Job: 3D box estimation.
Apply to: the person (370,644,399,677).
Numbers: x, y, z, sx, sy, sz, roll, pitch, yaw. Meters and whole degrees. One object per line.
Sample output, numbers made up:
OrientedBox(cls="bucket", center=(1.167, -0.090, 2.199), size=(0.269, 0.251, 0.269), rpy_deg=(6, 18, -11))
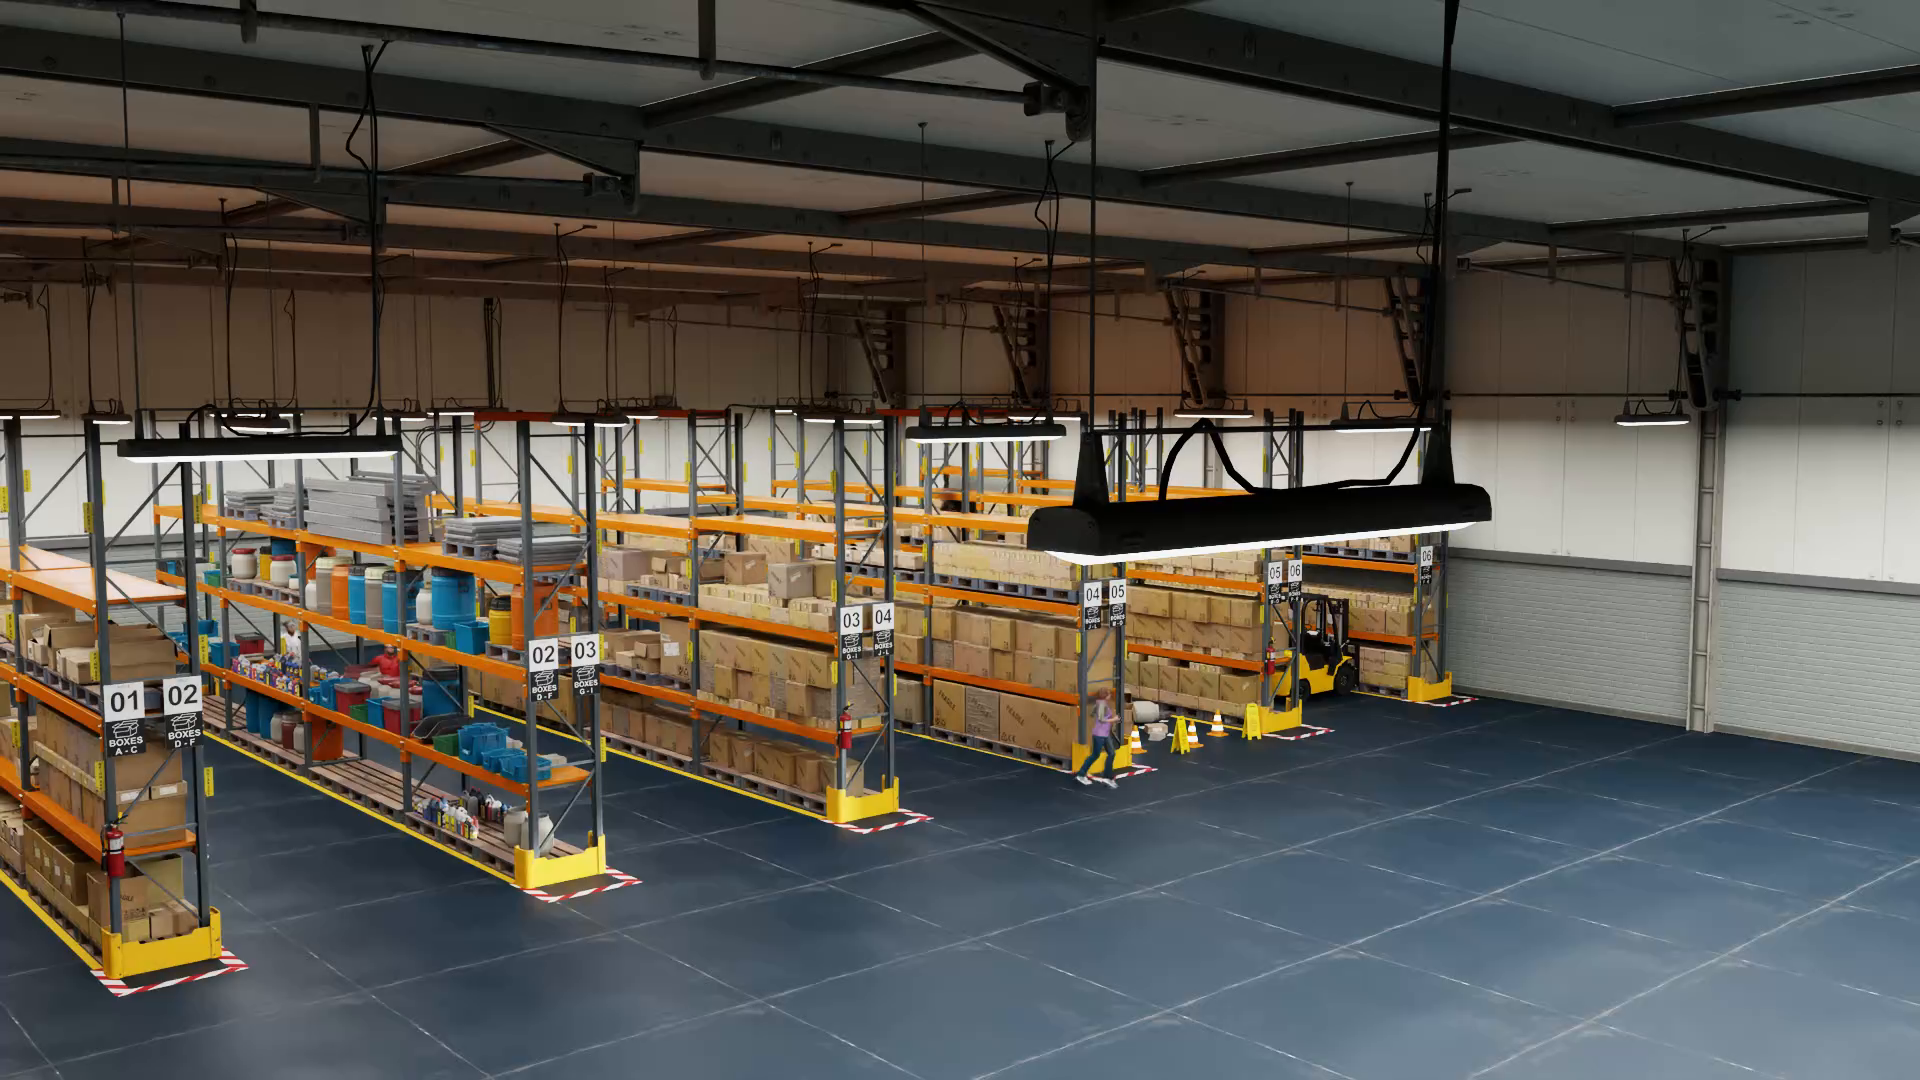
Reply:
OrientedBox(cls="person", center=(-10.553, 2.778, 30.859), size=(0.723, 1.787, 0.633), rpy_deg=(5, 7, 44))

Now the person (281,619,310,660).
OrientedBox(cls="person", center=(-13.692, 2.481, 34.106), size=(0.803, 1.743, 0.704), rpy_deg=(4, 6, 38))

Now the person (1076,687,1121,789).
OrientedBox(cls="person", center=(2.248, 3.184, 26.819), size=(0.706, 1.639, 0.538), rpy_deg=(1, 5, 12))
